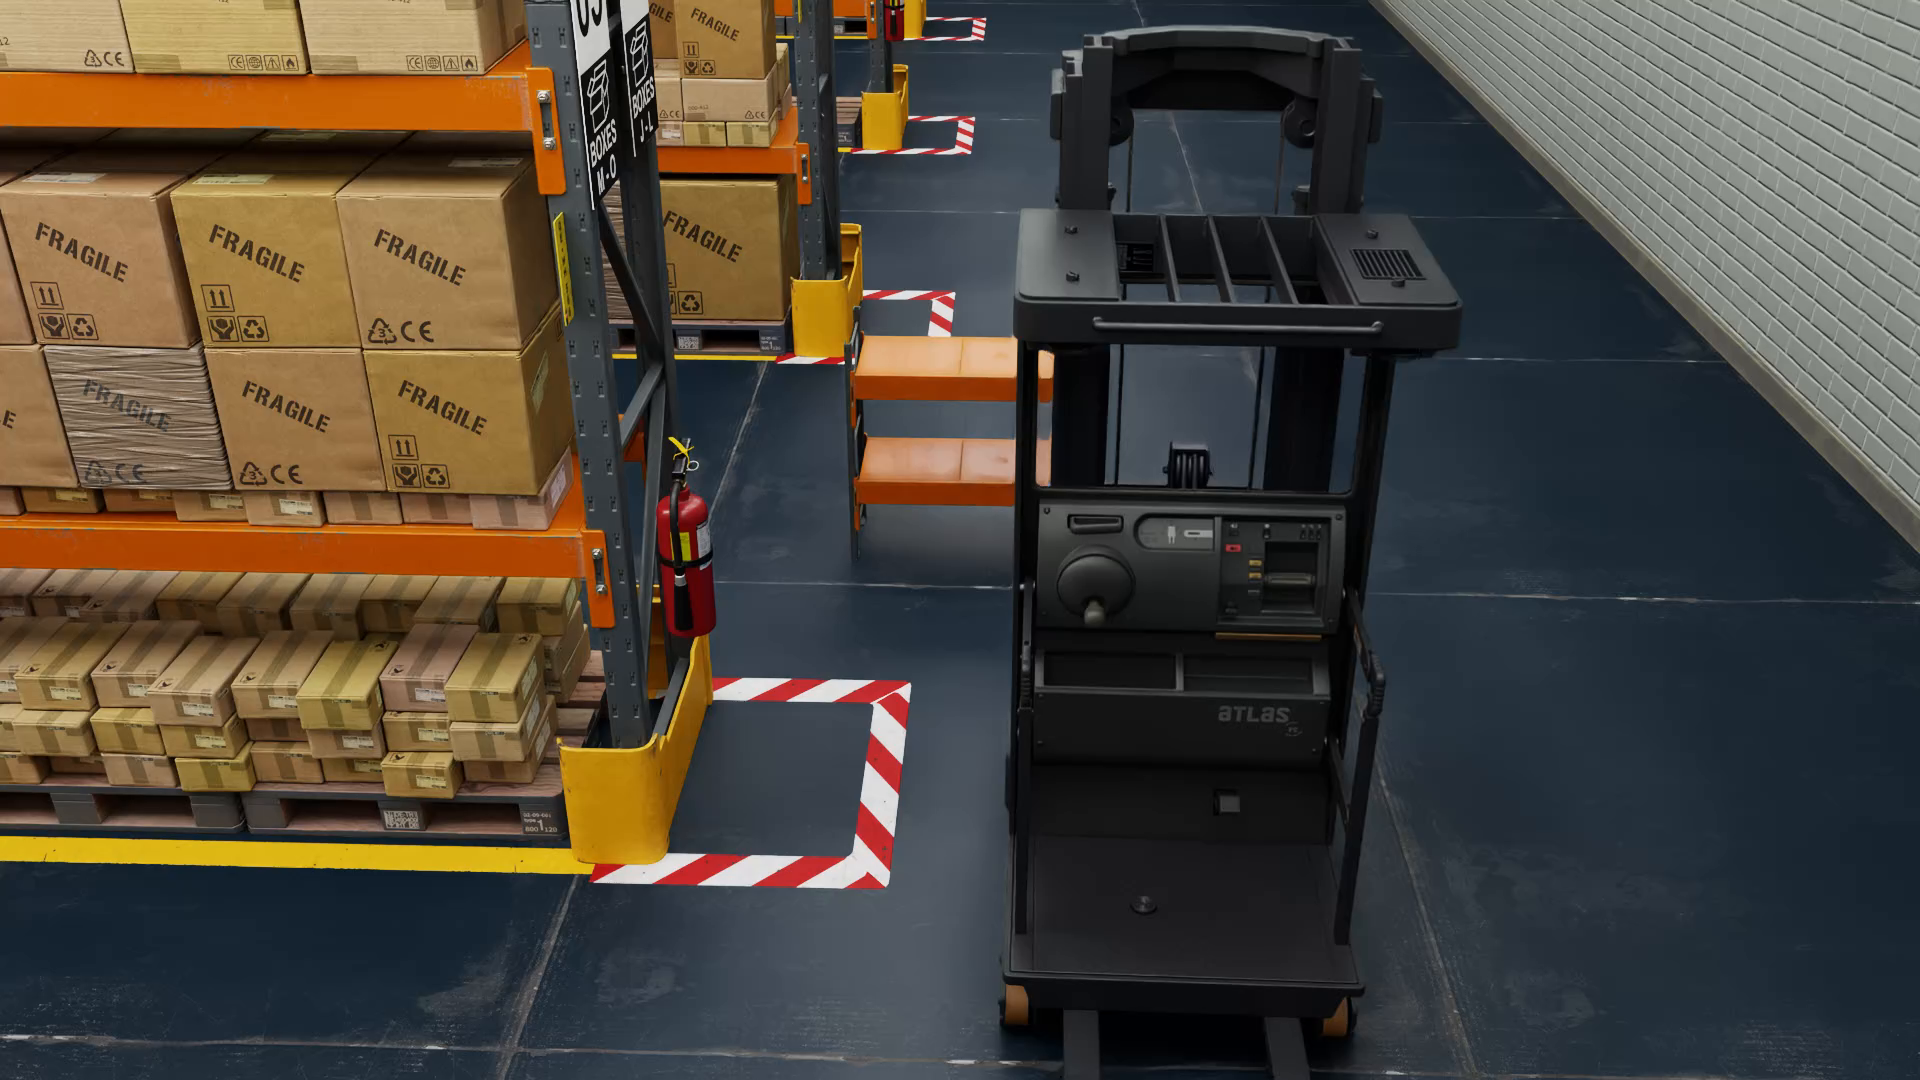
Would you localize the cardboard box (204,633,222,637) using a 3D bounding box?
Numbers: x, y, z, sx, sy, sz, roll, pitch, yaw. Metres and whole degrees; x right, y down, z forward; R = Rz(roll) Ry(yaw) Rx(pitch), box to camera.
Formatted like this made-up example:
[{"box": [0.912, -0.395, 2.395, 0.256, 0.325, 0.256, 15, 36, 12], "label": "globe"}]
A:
[{"box": [-2.980, 0.398, 6.574, 0.250, 0.149, 0.380, 2, 28, 4], "label": "cardboard box"}]

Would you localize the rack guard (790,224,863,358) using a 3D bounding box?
[{"box": [-0.853, -1.637, 10.804, 0.348, 0.500, 1.175, 1, 28, 2], "label": "rack guard"}]

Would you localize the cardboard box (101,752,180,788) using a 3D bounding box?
[{"box": [-2.985, 0.753, 6.223, 0.250, 0.149, 0.380, 1, 28, 3], "label": "cardboard box"}]

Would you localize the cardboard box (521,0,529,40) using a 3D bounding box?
[{"box": [-1.593, -1.808, 5.416, 0.500, 0.250, 0.500, 2, 28, 4], "label": "cardboard box"}]

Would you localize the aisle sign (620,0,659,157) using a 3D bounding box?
[{"box": [-1.069, -1.710, 5.497, 0.004, 0.787, 0.394, 1, 28, 2], "label": "aisle sign"}]

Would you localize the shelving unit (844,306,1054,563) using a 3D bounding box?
[{"box": [0.007, -0.497, 7.986, 1.048, 1.125, 0.538, 1, 28, 2], "label": "shelving unit"}]

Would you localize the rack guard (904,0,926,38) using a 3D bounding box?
[{"box": [-0.599, -6.276, 19.555, 0.348, 0.500, 1.175, 1, 28, 2], "label": "rack guard"}]

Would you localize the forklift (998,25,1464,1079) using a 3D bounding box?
[{"box": [0.695, 0.124, 4.886, 1.130, 2.935, 3.031, 1, 28, 3], "label": "forklift"}]

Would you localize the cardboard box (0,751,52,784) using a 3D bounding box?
[{"box": [-3.500, 0.745, 6.238, 0.250, 0.149, 0.380, 0, 28, 0], "label": "cardboard box"}]

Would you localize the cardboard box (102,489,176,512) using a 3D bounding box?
[{"box": [-2.773, -0.247, 5.781, 0.250, 0.149, 0.380, 0, 28, 0], "label": "cardboard box"}]

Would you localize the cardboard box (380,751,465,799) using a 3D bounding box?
[{"box": [-1.947, 0.784, 6.164, 0.250, 0.149, 0.380, 2, 28, 3], "label": "cardboard box"}]

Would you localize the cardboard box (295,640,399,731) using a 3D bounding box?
[{"box": [-2.203, 0.523, 6.021, 0.250, 0.149, 0.380, 0, 28, 1], "label": "cardboard box"}]

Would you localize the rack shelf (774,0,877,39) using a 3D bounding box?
[{"box": [-2.701, -4.775, 14.824, 4.000, 0.370, 1.077, 1, 28, 2], "label": "rack shelf"}]

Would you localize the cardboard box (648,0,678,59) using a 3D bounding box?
[{"box": [-1.847, -3.281, 10.279, 0.500, 0.500, 0.500, 0, 28, 1], "label": "cardboard box"}]

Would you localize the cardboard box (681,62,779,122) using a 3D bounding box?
[{"box": [-1.371, -2.691, 9.966, 0.500, 0.250, 0.500, 1, 28, 1], "label": "cardboard box"}]

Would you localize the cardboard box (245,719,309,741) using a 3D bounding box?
[{"box": [-2.475, 0.585, 6.221, 0.250, 0.149, 0.380, 1, 28, 1], "label": "cardboard box"}]

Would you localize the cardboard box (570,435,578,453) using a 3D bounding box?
[{"box": [-1.465, -0.470, 6.202, 0.250, 0.149, 0.380, 1, 28, 1], "label": "cardboard box"}]

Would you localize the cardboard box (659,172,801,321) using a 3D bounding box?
[{"box": [-1.519, -1.962, 10.568, 0.875, 0.875, 0.875, 1, 28, 2], "label": "cardboard box"}]

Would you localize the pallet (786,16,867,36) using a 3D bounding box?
[{"box": [-1.396, -6.161, 19.646, 1.213, 0.211, 1.003, 1, 28, 2], "label": "pallet"}]

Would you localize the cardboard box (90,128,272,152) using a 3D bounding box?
[{"box": [-2.616, -1.195, 5.810, 0.500, 0.500, 0.500, 0, 28, 1], "label": "cardboard box"}]

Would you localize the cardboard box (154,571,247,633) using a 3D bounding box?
[{"box": [-2.981, 0.209, 6.613, 0.250, 0.149, 0.380, 1, 28, 3], "label": "cardboard box"}]

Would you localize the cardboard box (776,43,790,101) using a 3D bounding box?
[{"box": [-1.347, -2.941, 10.439, 0.500, 0.250, 0.500, 0, 28, 0], "label": "cardboard box"}]

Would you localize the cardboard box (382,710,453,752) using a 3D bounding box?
[{"box": [-1.950, 0.616, 6.163, 0.250, 0.149, 0.380, 0, 28, 1], "label": "cardboard box"}]

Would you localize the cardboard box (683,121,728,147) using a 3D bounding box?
[{"box": [-1.504, -2.486, 10.006, 0.250, 0.149, 0.380, 1, 28, 2], "label": "cardboard box"}]

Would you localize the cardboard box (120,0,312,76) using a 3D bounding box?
[{"box": [-2.127, -1.570, 4.966, 0.500, 0.250, 0.500, 1, 28, 2], "label": "cardboard box"}]

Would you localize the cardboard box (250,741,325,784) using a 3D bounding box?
[{"box": [-2.455, 0.742, 6.244, 0.250, 0.149, 0.380, 1, 28, 2], "label": "cardboard box"}]

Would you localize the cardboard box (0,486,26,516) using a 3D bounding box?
[{"box": [-3.292, -0.237, 5.764, 0.250, 0.149, 0.380, 2, 28, 4], "label": "cardboard box"}]

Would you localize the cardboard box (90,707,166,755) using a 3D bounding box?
[{"box": [-2.983, 0.622, 6.151, 0.250, 0.149, 0.380, 2, 28, 4], "label": "cardboard box"}]

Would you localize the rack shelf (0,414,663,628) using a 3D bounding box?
[{"box": [-3.152, -0.137, 6.074, 4.000, 0.370, 1.077, 1, 28, 2], "label": "rack shelf"}]

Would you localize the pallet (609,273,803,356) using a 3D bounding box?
[{"box": [-1.679, -1.486, 10.829, 1.213, 0.211, 1.003, 1, 28, 2], "label": "pallet"}]

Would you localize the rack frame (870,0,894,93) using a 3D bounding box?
[{"box": [-0.702, -5.060, 14.593, 0.127, 3.000, 1.000, 1, 28, 2], "label": "rack frame"}]

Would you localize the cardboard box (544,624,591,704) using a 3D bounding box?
[{"box": [-1.665, 0.494, 6.712, 0.250, 0.149, 0.380, 2, 28, 3], "label": "cardboard box"}]

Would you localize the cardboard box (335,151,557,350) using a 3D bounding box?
[{"box": [-1.619, -0.930, 5.311, 0.500, 0.500, 0.500, 0, 28, 1], "label": "cardboard box"}]

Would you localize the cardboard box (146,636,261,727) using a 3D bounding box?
[{"box": [-2.730, 0.511, 6.044, 0.250, 0.149, 0.380, 2, 28, 4], "label": "cardboard box"}]

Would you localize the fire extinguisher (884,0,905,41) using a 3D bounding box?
[{"box": [-0.567, -4.646, 14.293, 0.183, 0.674, 0.296, 1, 28, 2], "label": "fire extinguisher"}]

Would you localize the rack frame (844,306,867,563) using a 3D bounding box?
[{"box": [-0.501, -0.505, 8.002, 0.032, 1.125, 0.500, 1, 28, 2], "label": "rack frame"}]

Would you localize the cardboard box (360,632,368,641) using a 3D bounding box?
[{"box": [-2.439, 0.343, 6.678, 0.250, 0.149, 0.380, 2, 28, 3], "label": "cardboard box"}]

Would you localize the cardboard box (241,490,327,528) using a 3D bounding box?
[{"box": [-2.243, -0.196, 5.686, 0.250, 0.149, 0.380, 2, 28, 3], "label": "cardboard box"}]

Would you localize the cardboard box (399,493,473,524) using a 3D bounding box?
[{"box": [-1.736, -0.206, 5.704, 0.250, 0.149, 0.380, 1, 28, 2], "label": "cardboard box"}]

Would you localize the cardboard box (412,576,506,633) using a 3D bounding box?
[{"box": [-1.944, 0.273, 6.492, 0.250, 0.149, 0.380, 1, 28, 3], "label": "cardboard box"}]

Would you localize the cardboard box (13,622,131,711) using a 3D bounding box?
[{"box": [-3.253, 0.464, 6.133, 0.250, 0.149, 0.380, 1, 28, 2], "label": "cardboard box"}]

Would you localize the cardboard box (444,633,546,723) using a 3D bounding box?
[{"box": [-1.691, 0.499, 6.066, 0.250, 0.149, 0.380, 1, 28, 2], "label": "cardboard box"}]

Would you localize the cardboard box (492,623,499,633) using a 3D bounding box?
[{"box": [-1.939, 0.361, 6.644, 0.250, 0.149, 0.380, 1, 28, 2], "label": "cardboard box"}]

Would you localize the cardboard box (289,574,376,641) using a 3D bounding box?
[{"box": [-2.442, 0.244, 6.548, 0.250, 0.149, 0.380, 0, 28, -1], "label": "cardboard box"}]

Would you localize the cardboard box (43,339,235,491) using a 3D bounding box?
[{"box": [-2.633, -0.499, 5.565, 0.500, 0.500, 0.500, 1, 28, 2], "label": "cardboard box"}]

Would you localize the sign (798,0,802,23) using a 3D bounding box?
[{"box": [-0.910, -3.104, 9.414, 0.005, 0.325, 0.100, 1, 28, 2], "label": "sign"}]

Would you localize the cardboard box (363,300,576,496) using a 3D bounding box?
[{"box": [-1.611, -0.485, 5.537, 0.500, 0.500, 0.500, 2, 28, 3], "label": "cardboard box"}]

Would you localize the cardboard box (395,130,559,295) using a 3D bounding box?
[{"box": [-1.592, -1.171, 5.764, 0.500, 0.500, 0.500, 1, 28, 1], "label": "cardboard box"}]

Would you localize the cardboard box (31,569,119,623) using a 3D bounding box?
[{"box": [-3.480, 0.194, 6.641, 0.250, 0.149, 0.380, 0, 28, 0], "label": "cardboard box"}]

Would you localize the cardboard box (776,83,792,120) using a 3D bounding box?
[{"box": [-1.220, -2.791, 10.581, 0.250, 0.149, 0.380, 1, 28, 2], "label": "cardboard box"}]

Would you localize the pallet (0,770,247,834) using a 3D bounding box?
[{"box": [-3.256, 0.757, 6.596, 1.213, 0.211, 1.003, 1, 28, 2], "label": "pallet"}]

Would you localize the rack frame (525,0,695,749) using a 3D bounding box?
[{"box": [-1.153, -0.422, 5.843, 0.127, 3.000, 1.000, 1, 28, 2], "label": "rack frame"}]

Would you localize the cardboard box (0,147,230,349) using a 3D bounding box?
[{"box": [-2.645, -0.943, 5.335, 0.500, 0.500, 0.500, 2, 28, 4], "label": "cardboard box"}]

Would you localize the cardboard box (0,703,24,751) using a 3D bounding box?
[{"box": [-3.505, 0.615, 6.165, 0.250, 0.149, 0.380, 1, 28, 1], "label": "cardboard box"}]

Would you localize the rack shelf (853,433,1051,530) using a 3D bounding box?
[{"box": [0.007, -0.281, 8.101, 1.000, 0.278, 0.538, 1, 28, 2], "label": "rack shelf"}]
